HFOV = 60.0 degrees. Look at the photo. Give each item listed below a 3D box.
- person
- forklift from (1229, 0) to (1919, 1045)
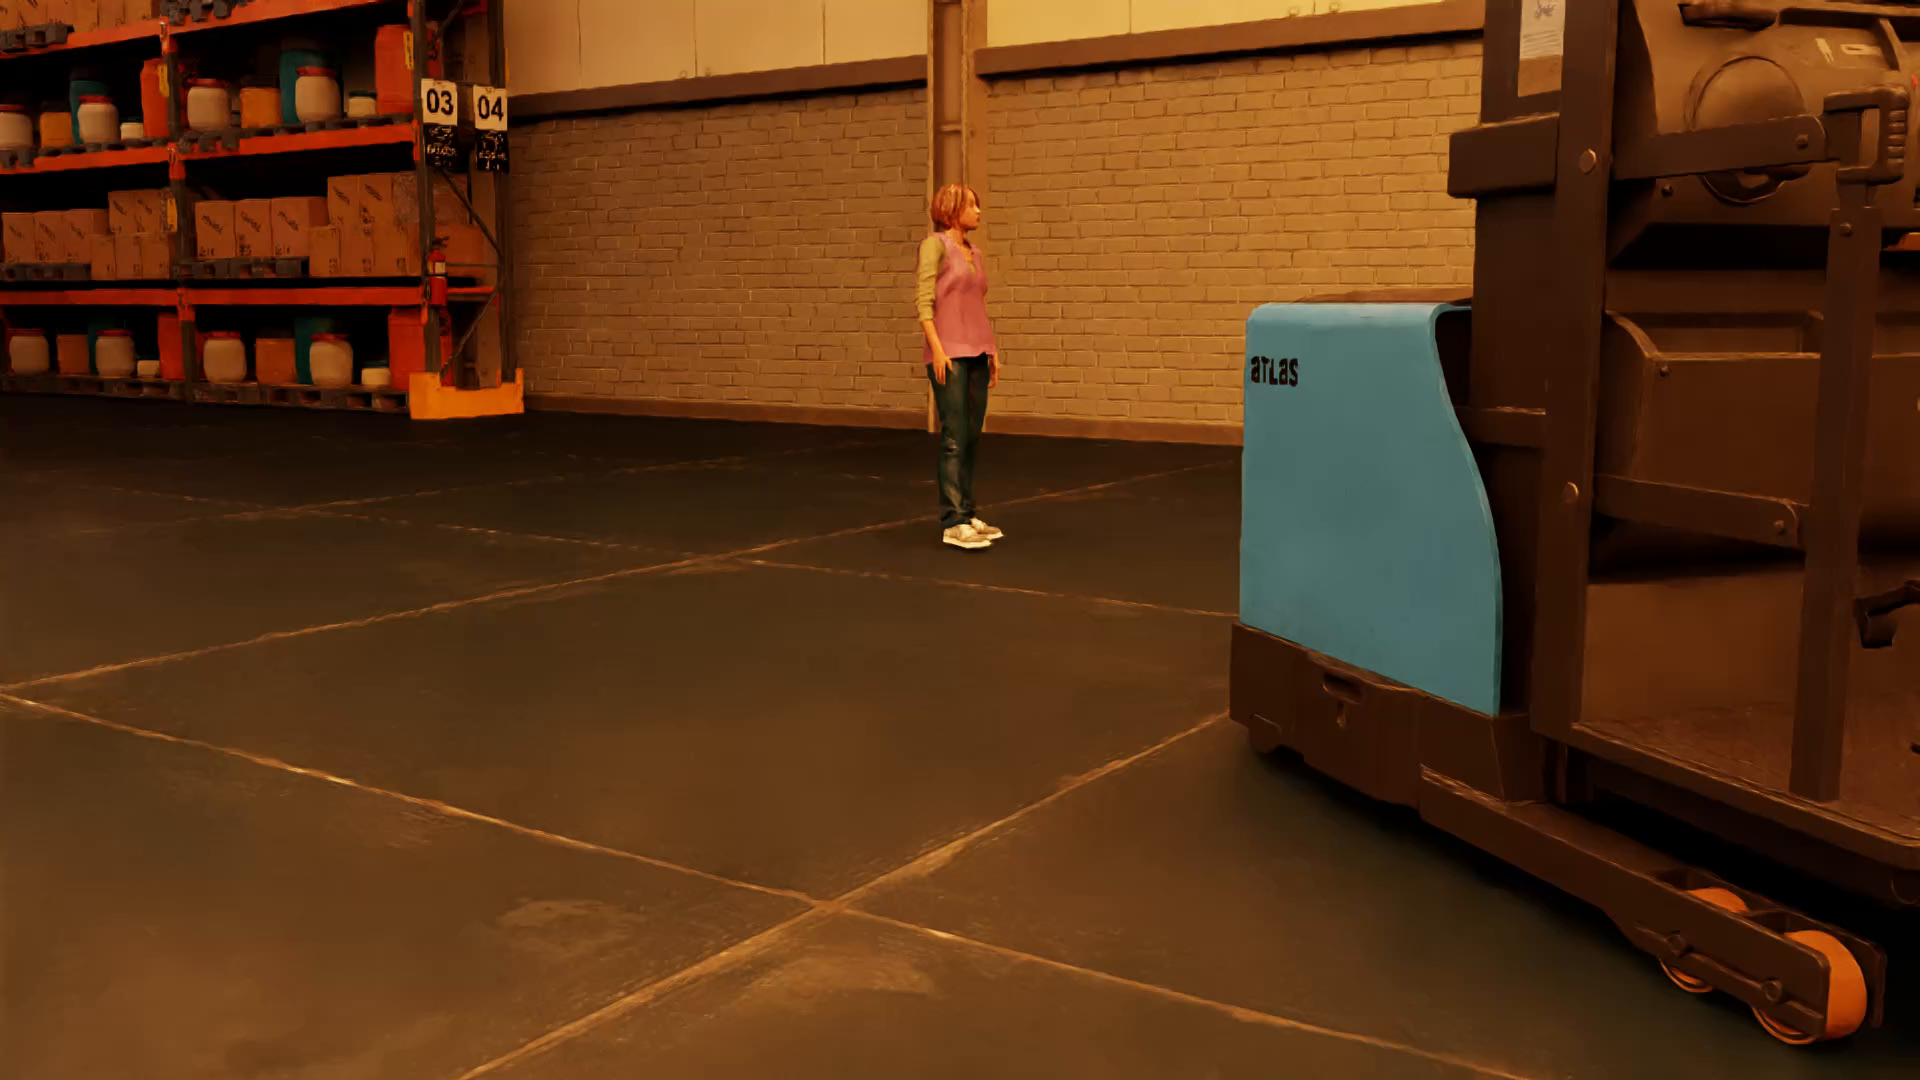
[{"bbox_3d":[0.054,-0.788,7.438,0.474,1.593,0.520,5,10,34],"label":"person"},{"bbox_3d":[1.619,-0.779,2.668,1.130,2.935,3.031,-3,9,-19],"label":"forklift"}]
